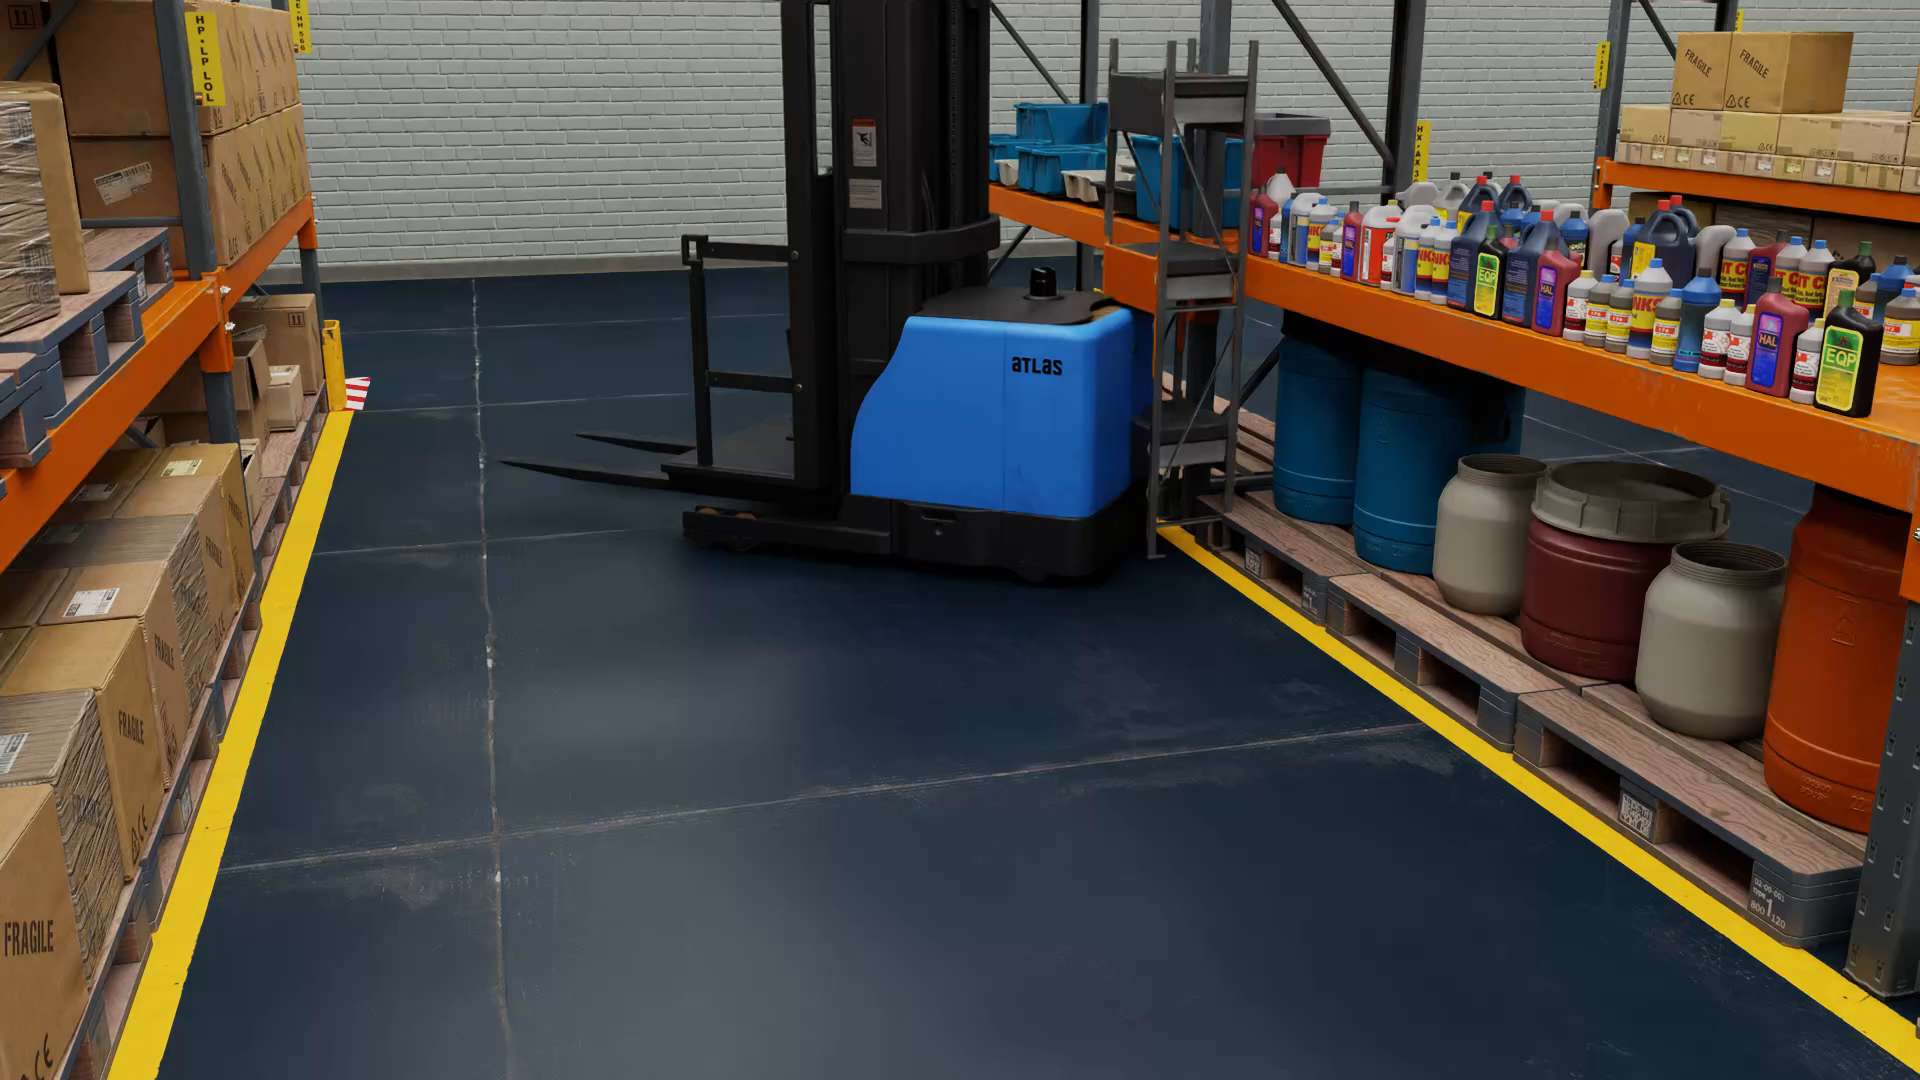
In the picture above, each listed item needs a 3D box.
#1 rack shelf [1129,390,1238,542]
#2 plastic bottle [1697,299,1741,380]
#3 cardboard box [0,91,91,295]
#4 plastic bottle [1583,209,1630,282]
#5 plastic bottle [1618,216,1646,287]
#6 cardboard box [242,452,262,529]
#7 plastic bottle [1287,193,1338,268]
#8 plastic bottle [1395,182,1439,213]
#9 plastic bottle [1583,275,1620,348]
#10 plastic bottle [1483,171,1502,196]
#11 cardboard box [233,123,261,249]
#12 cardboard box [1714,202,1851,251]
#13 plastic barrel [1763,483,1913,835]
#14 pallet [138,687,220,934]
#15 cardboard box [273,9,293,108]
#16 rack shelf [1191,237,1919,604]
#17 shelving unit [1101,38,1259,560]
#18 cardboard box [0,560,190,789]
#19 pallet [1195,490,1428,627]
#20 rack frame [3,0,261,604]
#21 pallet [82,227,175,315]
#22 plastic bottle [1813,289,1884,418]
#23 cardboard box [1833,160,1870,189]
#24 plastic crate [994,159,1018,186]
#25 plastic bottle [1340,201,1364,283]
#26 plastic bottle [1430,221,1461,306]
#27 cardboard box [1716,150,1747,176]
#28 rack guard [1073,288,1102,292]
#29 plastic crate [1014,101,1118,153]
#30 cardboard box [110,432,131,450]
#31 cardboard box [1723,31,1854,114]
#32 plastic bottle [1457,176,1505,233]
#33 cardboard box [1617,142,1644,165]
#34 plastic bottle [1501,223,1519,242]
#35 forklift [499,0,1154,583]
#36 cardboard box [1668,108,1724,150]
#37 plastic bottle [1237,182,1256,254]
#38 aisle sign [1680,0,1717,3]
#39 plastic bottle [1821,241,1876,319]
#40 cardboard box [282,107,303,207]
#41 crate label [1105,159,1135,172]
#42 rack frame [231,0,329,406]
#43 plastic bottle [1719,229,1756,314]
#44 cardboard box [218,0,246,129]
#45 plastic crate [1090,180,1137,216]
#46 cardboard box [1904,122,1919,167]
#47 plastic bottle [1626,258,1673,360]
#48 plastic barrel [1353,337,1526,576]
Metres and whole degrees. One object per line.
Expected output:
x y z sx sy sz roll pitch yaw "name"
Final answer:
0.887 -0.330 7.209 0.431 0.518 0.480 -7 19 -21 "rack shelf"
1.985 -0.524 4.329 0.097 0.201 0.097 0 17 0 "plastic bottle"
-2.707 -0.898 4.325 0.700 0.500 0.500 -10 19 -29 "cardboard box"
2.270 -1.039 5.912 0.152 0.276 0.135 -5 17 -15 "plastic bottle"
2.307 -0.965 5.674 0.097 0.271 0.097 0 17 0 "plastic bottle"
-3.159 -0.189 6.777 0.500 0.311 0.500 -5 17 -15 "cardboard box"
1.373 -1.205 6.465 0.152 0.276 0.135 -5 17 -15 "plastic bottle"
1.931 -1.381 7.050 0.152 0.276 0.135 -5 17 -15 "plastic bottle"
1.851 -0.659 4.777 0.097 0.201 0.097 0 17 0 "plastic bottle"
2.079 -1.272 6.557 0.144 0.351 0.185 -5 17 -15 "plastic bottle"
-3.274 -1.485 7.007 0.500 0.500 0.500 -4 17 -14 "cardboard box"
5.678 -1.783 11.136 0.875 0.875 0.875 -5 17 -15 "cardboard box"
2.460 0.287 4.325 0.600 0.830 0.708 -5 17 -15 "plastic barrel"
-2.653 0.763 4.547 1.003 0.211 1.213 -5 17 -15 "pallet"
-3.825 -2.525 8.733 0.500 0.500 0.500 -4 17 -14 "cardboard box"
2.061 -0.626 5.572 1.077 0.370 4.000 -5 17 -15 "rack shelf"
0.890 -1.010 6.992 0.431 2.100 0.503 -7 19 -21 "shelving unit"
-2.434 0.384 4.540 0.500 0.500 0.500 -5 18 -17 "cardboard box"
1.684 0.029 6.990 1.003 0.211 1.213 -5 17 -15 "pallet"
-3.252 -1.133 6.010 1.000 3.000 0.127 -5 17 -15 "rack frame"
-3.137 -0.811 5.273 1.003 0.211 1.213 -5 17 -15 "pallet"
2.090 -0.439 3.904 0.061 0.283 0.133 -5 17 -15 "plastic bottle"
5.522 -2.209 10.028 0.380 0.149 0.250 -5 17 -16 "cardboard box"
0.359 -2.155 9.767 0.250 0.136 0.298 -5 17 -15 "plastic crate"
1.446 -1.087 6.059 0.061 0.283 0.133 -5 17 -15 "plastic bottle"
1.623 -0.922 5.532 0.097 0.271 0.097 0 17 0 "plastic bottle"
5.239 -2.493 10.974 0.380 0.149 0.250 -5 17 -16 "cardboard box"
0.393 -1.439 11.372 1.175 0.500 0.348 -5 17 -15 "rack guard"
0.684 -2.598 10.721 0.616 0.435 0.499 -5 17 -15 "plastic crate"
-3.681 -0.282 6.756 0.500 0.500 0.500 -5 17 -15 "cardboard box"
5.333 -3.016 10.719 0.500 0.500 0.500 -5 17 -17 "cardboard box"
1.991 -1.209 6.349 0.144 0.351 0.185 -5 17 -15 "plastic bottle"
4.955 -2.777 11.920 0.380 0.149 0.250 -4 17 -15 "cardboard box"
1.788 -0.907 5.481 0.097 0.271 0.097 0 17 0 "plastic bottle"
-0.678 -1.487 7.308 3.031 2.935 1.130 7 18 22 "forklift"
5.196 -2.795 11.286 0.500 0.250 0.500 -5 17 -16 "cardboard box"
1.202 -1.333 6.877 0.061 0.283 0.133 -5 17 -15 "plastic bottle"
5.443 -4.310 12.069 0.394 0.787 0.004 -5 17 -15 "aisle sign"
2.619 -0.739 4.901 0.061 0.283 0.133 -5 17 -15 "plastic bottle"
-3.821 -2.042 8.861 0.500 0.500 0.500 -5 17 -15 "cardboard box"
0.976 -2.165 9.799 0.396 0.136 0.243 -5 17 -15 "crate label"
-4.351 -2.239 9.693 1.000 3.000 0.127 -5 17 -15 "rack frame"
2.480 -0.855 5.306 0.097 0.271 0.097 0 17 0 "plastic bottle"
-3.253 -1.955 6.835 0.500 0.500 0.500 -5 18 -17 "cardboard box"
0.946 -1.709 8.301 0.437 0.125 0.590 -5 17 -15 "plastic crate"
5.756 -2.230 9.406 0.500 0.250 0.500 -4 17 -14 "cardboard box"
1.905 -0.639 4.588 0.097 0.271 0.097 0 17 0 "plastic bottle"
1.839 -0.372 6.394 0.600 0.901 0.708 -5 17 -15 "plastic barrel"
